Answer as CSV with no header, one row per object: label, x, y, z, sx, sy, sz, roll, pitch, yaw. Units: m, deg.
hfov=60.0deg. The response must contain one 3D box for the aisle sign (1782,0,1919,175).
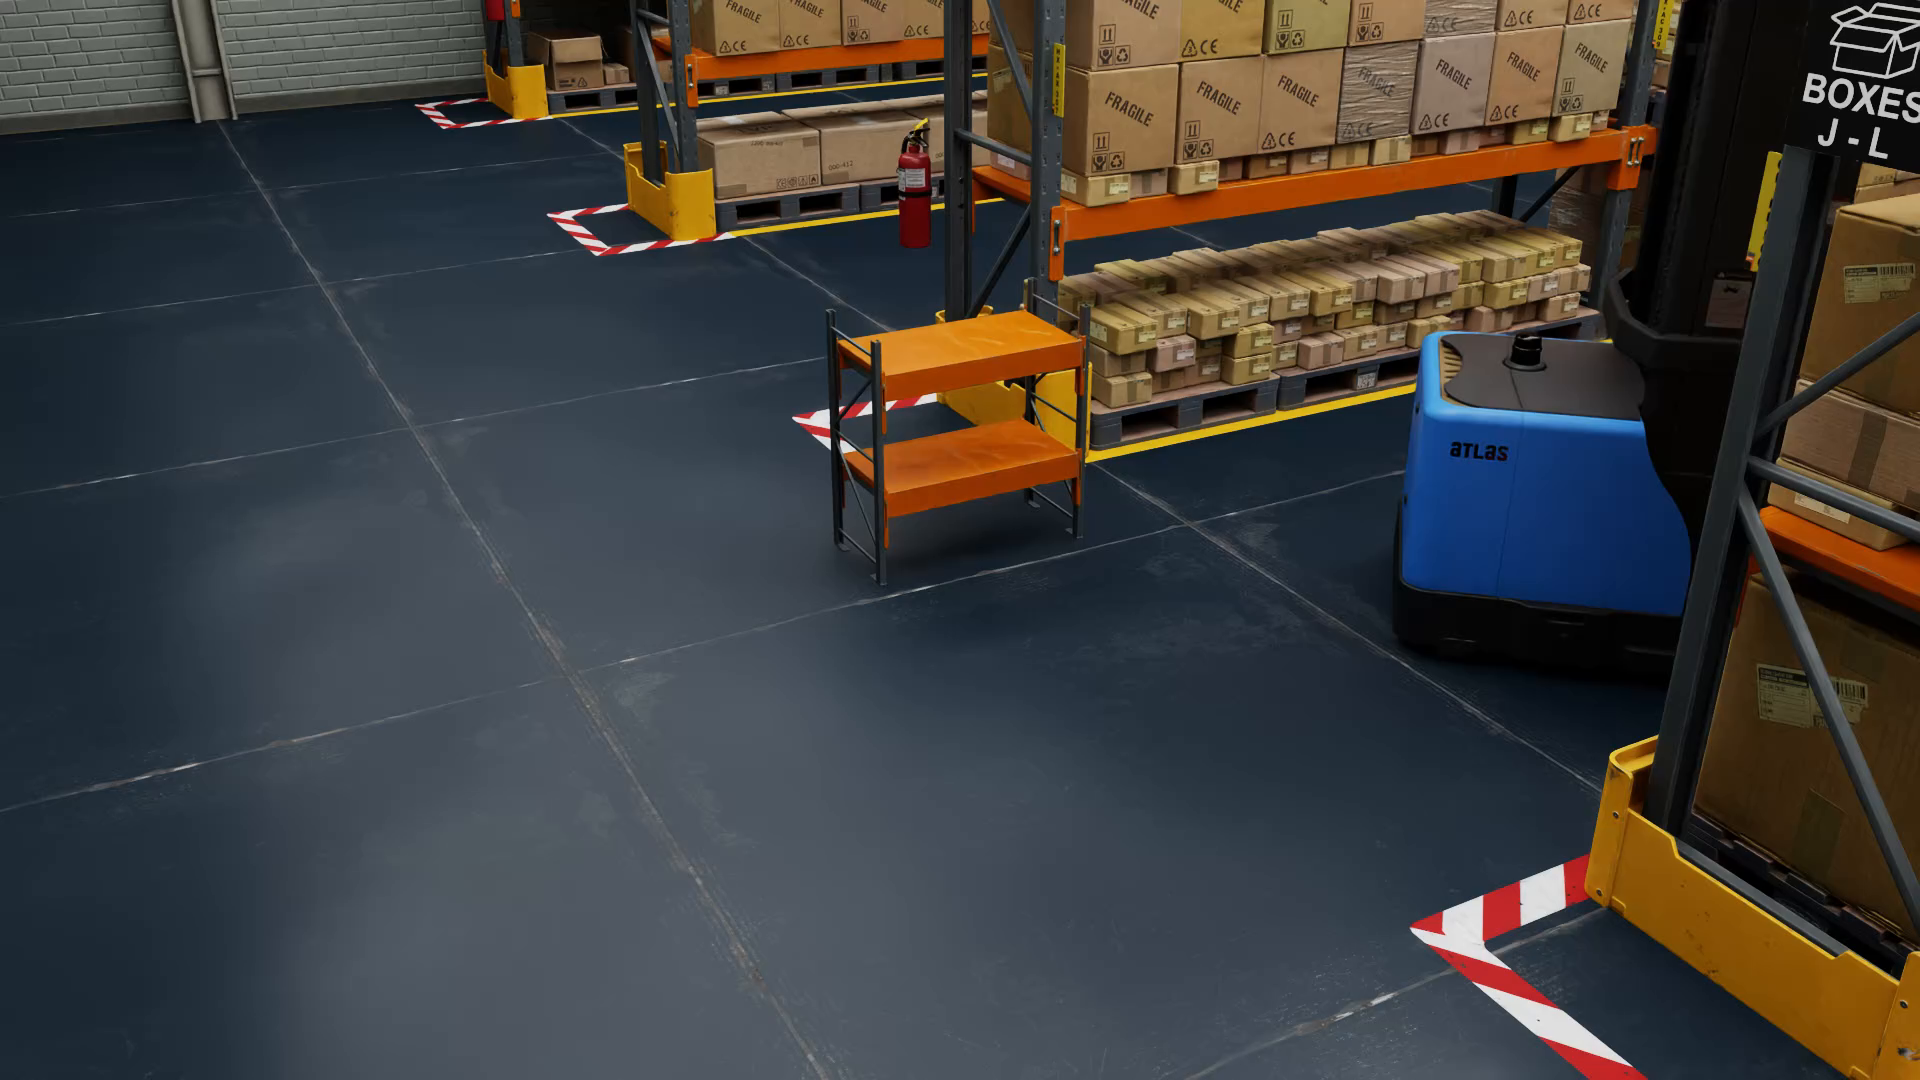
aisle sign,2.242,-1.315,4.020,0.004,0.787,0.394,-13,29,-25

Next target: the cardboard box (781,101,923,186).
cardboard box,-0.878,-3.225,13.476,0.875,0.438,0.875,-12,28,-24

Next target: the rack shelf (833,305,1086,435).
rack shelf,-0.006,-0.770,7.377,1.000,0.278,0.538,-13,29,-25

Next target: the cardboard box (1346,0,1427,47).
cardboard box,2.083,-2.886,8.681,0.500,0.500,0.500,-14,29,-27

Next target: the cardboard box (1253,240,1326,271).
cardboard box,1.939,-1.646,9.833,0.250,0.149,0.380,-13,28,-25

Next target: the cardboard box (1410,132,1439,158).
cardboard box,2.435,-2.245,9.251,0.250,0.149,0.380,-13,29,-26

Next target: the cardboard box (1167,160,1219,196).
cardboard box,1.110,-1.888,8.507,0.250,0.149,0.380,-14,29,-27

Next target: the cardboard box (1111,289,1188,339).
cardboard box,1.011,-1.210,8.925,0.250,0.149,0.380,-12,28,-24

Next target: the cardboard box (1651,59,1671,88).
cardboard box,4.295,-2.754,9.825,0.250,0.149,0.380,-14,29,-28

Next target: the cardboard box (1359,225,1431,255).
cardboard box,2.640,-1.789,10.131,0.250,0.149,0.380,-14,29,-26

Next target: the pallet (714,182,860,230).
pallet,-1.548,-2.764,13.263,1.213,0.211,1.003,-13,29,-25

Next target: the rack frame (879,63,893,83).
rack frame,-1.026,-6.538,17.901,0.127,3.000,1.000,-13,29,-25

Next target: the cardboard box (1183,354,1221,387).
cardboard box,1.223,-0.985,9.144,0.250,0.149,0.380,-13,28,-25

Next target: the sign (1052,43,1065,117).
sign,0.457,-2.141,7.744,0.005,0.325,0.100,-13,29,-25

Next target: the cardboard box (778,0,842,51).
cardboard box,-1.225,-3.975,12.448,0.500,0.500,0.500,-13,29,-26

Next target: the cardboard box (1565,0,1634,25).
cardboard box,3.444,-3.204,9.343,0.500,0.500,0.500,-14,29,-27

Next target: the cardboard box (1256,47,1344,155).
cardboard box,1.626,-2.337,8.693,0.500,0.500,0.500,-13,28,-24

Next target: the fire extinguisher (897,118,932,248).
fire extinguisher,-0.238,-1.880,8.721,0.183,0.674,0.296,-13,29,-25

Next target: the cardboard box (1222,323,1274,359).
cardboard box,1.505,-1.134,9.111,0.250,0.149,0.380,-12,28,-24

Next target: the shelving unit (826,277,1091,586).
shelving unit,-0.006,-0.506,7.504,1.048,1.125,0.538,-13,29,-25

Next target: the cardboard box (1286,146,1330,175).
cardboard box,1.756,-2.078,8.903,0.250,0.149,0.380,-14,29,-26

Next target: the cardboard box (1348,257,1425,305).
cardboard box,2.424,-1.480,9.488,0.250,0.149,0.380,-14,29,-27

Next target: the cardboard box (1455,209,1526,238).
cardboard box,3.330,-1.954,10.476,0.250,0.149,0.380,-12,28,-23

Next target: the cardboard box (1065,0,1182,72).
cardboard box,0.723,-2.578,8.040,0.500,0.500,0.500,-13,29,-25

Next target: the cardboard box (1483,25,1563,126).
cardboard box,2.979,-2.640,9.325,0.500,0.500,0.500,-14,29,-26

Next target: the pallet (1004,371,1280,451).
pallet,1.002,-0.869,9.315,1.213,0.211,1.003,-13,29,-25

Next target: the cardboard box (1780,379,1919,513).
cardboard box,2.749,-0.310,4.760,0.500,0.250,0.500,-13,29,-26

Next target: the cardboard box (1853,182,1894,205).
cardboard box,5.884,-2.198,11.265,0.500,0.500,0.500,-14,29,-27

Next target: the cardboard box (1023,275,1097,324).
cardboard box,0.550,-1.335,9.187,0.250,0.149,0.380,-13,28,-25

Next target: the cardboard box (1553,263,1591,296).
cardboard box,3.603,-1.626,10.135,0.250,0.149,0.380,-12,28,-24

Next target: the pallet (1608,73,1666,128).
pallet,4.474,-2.787,10.310,1.213,0.211,1.003,-13,29,-25

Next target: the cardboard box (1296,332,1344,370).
cardboard box,1.941,-1.101,9.386,0.250,0.149,0.380,-15,29,-28

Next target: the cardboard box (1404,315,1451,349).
cardboard box,2.632,-1.256,9.710,0.250,0.149,0.380,-13,29,-25

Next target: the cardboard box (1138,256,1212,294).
cardboard box,1.226,-1.494,9.518,0.250,0.149,0.380,-14,29,-27

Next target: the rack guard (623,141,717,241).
rack guard,-2.238,-2.696,12.789,0.348,0.500,1.175,-13,29,-25

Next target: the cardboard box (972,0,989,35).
cardboard box,0.136,-4.281,13.085,0.500,0.500,0.500,-13,29,-26

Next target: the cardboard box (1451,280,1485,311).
cardboard box,2.875,-1.491,9.855,0.250,0.149,0.380,-13,28,-25

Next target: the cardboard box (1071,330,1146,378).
cardboard box,0.785,-1.005,8.843,0.250,0.149,0.380,-12,28,-23

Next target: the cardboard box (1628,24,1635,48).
cardboard box,3.990,-3.140,10.285,0.250,0.149,0.380,-12,28,-24

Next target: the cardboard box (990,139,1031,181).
cardboard box,0.357,-2.019,8.781,0.250,0.149,0.380,-13,29,-25

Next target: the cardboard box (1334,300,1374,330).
cardboard box,2.157,-1.347,9.554,0.250,0.149,0.380,-12,28,-23

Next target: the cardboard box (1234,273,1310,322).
cardboard box,1.722,-1.347,9.211,0.250,0.149,0.380,-12,28,-23

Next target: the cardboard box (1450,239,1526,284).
cardboard box,3.117,-1.653,9.848,0.250,0.149,0.380,-13,29,-26

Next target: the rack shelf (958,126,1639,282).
rack shelf,1.967,-2.041,9.367,4.000,0.370,1.077,-13,29,-25

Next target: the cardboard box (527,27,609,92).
cardboard box,-3.971,-4.875,16.838,0.637,0.503,0.797,-14,29,-27

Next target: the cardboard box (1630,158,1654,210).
cardboard box,4.508,-2.223,10.451,0.500,0.250,0.500,-14,29,-27

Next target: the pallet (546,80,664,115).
pallet,-3.786,-4.644,17.179,1.213,0.211,1.003,-13,29,-25

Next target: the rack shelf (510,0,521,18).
rack shelf,-2.791,-5.806,17.209,4.000,0.370,1.077,-13,29,-25

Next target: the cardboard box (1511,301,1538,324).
cardboard box,3.277,-1.446,10.105,0.250,0.149,0.380,-12,28,-24

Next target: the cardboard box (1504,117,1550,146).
cardboard box,3.149,-2.386,9.545,0.250,0.149,0.380,-12,28,-23

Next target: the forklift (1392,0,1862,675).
forklift,3.345,-0.914,6.268,3.031,2.935,1.130,6,26,12

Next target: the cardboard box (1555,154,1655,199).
cardboard box,4.270,-2.422,10.865,0.500,0.250,0.500,-14,29,-26

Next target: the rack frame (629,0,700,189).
rack frame,-2.217,-3.828,12.258,0.127,3.000,1.000,-13,29,-25

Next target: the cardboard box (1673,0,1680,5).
cardboard box,4.230,-3.329,10.335,0.250,0.149,0.380,-14,29,-27
